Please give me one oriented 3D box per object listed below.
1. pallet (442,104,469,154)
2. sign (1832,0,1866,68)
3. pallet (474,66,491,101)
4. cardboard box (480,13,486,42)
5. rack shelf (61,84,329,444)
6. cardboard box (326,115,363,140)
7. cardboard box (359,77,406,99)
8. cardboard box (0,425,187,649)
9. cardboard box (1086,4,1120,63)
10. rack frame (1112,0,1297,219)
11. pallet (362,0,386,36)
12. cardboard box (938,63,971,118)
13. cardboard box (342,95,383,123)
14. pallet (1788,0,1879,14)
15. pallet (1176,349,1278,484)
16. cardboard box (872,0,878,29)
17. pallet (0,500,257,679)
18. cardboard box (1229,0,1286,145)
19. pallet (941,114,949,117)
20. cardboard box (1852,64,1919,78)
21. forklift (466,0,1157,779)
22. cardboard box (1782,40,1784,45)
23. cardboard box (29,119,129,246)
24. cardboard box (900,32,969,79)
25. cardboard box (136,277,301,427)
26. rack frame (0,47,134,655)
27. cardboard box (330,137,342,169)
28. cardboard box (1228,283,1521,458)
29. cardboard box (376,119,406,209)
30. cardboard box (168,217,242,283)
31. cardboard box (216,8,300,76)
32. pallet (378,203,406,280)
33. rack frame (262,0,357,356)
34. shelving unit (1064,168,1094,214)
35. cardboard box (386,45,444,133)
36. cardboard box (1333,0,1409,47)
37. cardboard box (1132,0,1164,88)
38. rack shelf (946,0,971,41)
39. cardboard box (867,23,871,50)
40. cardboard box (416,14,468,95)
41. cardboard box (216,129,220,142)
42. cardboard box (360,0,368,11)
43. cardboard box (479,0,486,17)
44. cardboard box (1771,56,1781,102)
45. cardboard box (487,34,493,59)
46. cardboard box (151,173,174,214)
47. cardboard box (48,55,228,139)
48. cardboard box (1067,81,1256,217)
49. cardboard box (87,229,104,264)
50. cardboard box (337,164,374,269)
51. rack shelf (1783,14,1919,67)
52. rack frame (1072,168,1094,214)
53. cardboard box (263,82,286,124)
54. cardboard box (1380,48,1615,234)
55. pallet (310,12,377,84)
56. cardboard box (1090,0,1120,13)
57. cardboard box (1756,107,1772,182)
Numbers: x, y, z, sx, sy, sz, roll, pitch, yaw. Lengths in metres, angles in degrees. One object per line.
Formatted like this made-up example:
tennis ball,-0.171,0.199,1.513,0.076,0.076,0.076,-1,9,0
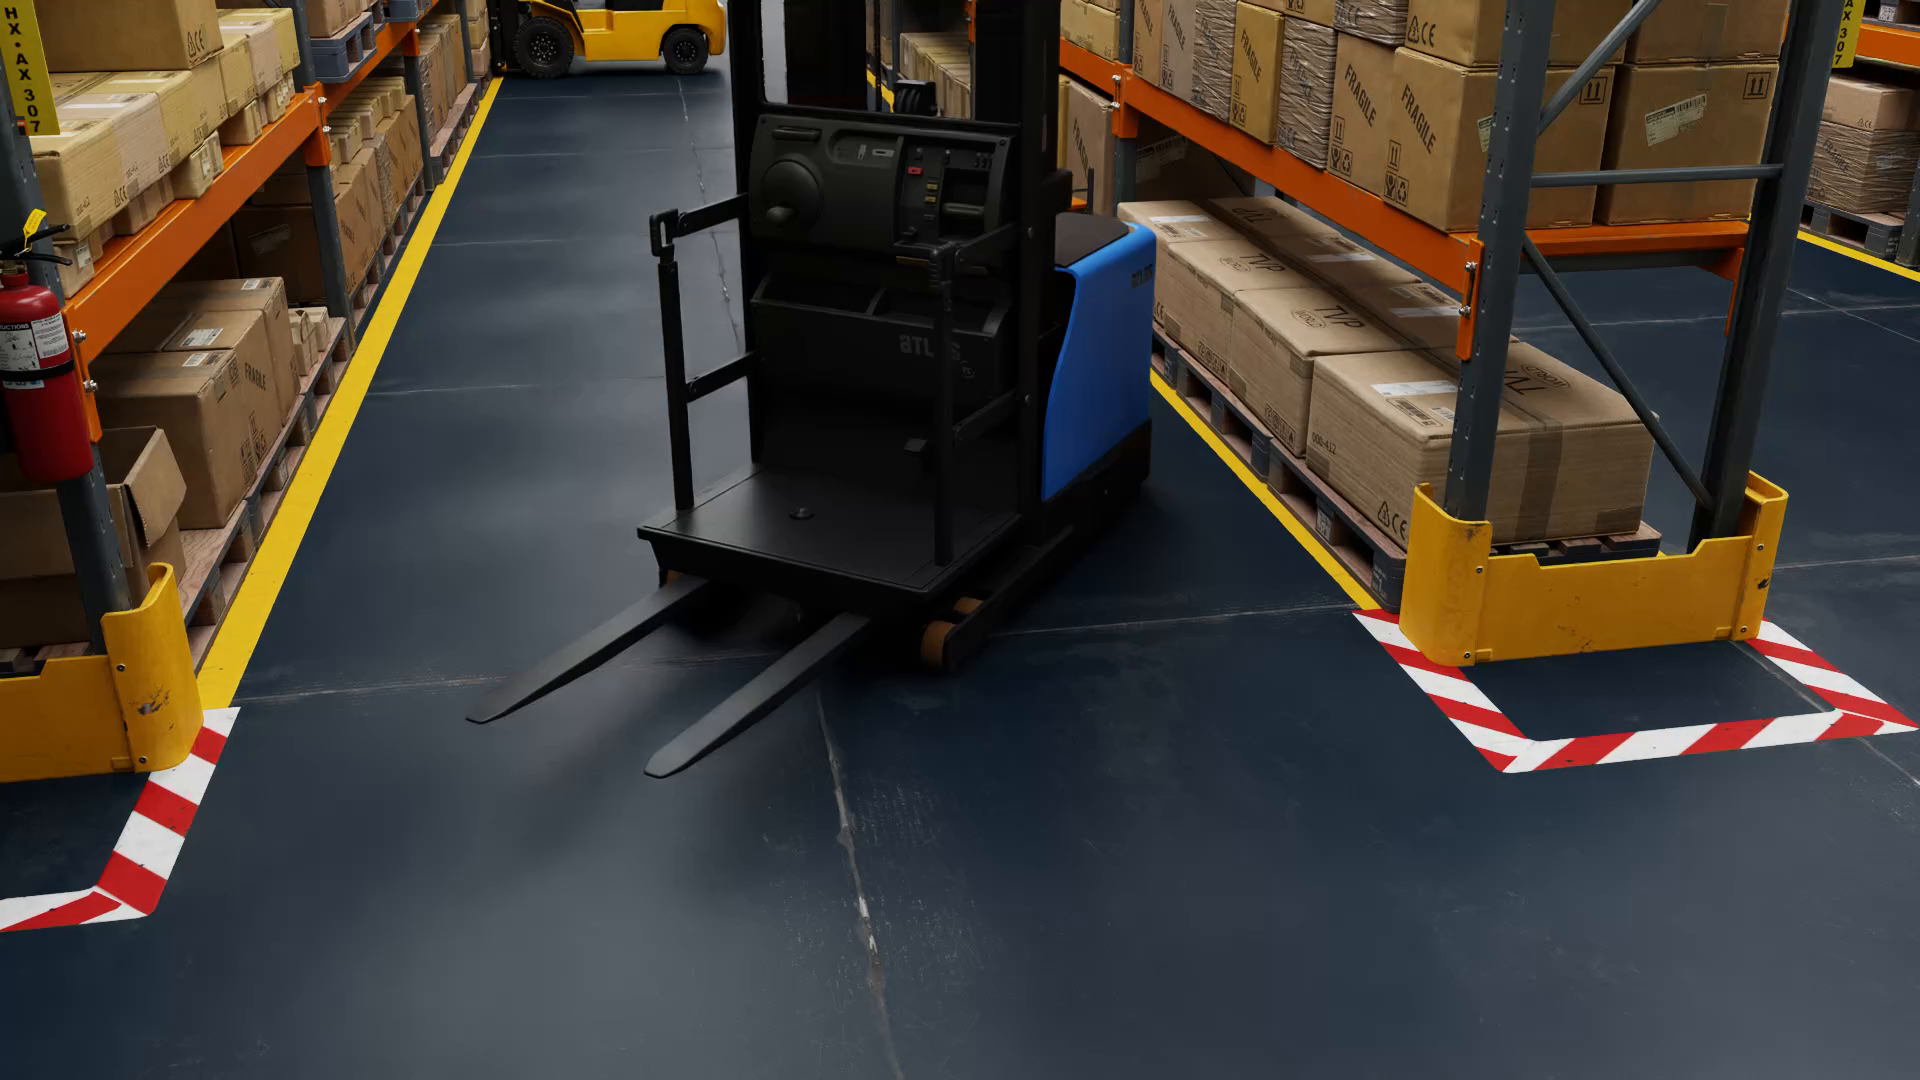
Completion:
pallet,-4.631,-3.389,13.746,1.003,0.211,1.213,-4,24,-10
sign,2.608,-1.555,4.882,0.100,0.325,0.005,-4,24,-10
pallet,-5.141,-4.473,16.227,1.003,0.211,1.213,-4,24,-10
cardboard box,-4.916,-5.007,16.253,0.500,0.250,0.500,-4,24,-10
rack shelf,-3.186,-1.172,6.084,1.077,0.370,4.000,-4,24,-10
cardboard box,-3.742,-2.406,9.799,0.380,0.149,0.250,-4,24,-10
cardboard box,-3.955,-3.030,11.228,0.380,0.149,0.250,-5,24,-12
cardboard box,-2.836,-0.011,5.121,0.797,0.503,0.637,-5,24,-12
cardboard box,0.991,-2.746,8.977,0.500,0.250,0.500,-5,24,-11
rack frame,1.322,-2.657,8.585,1.000,3.000,0.127,-4,24,-10
pallet,-3.931,-3.009,9.631,1.003,0.211,1.213,-4,24,-10
cardboard box,0.343,-3.731,13.803,0.950,0.372,0.625,-5,24,-11
cardboard box,-3.865,-2.711,10.497,0.380,0.149,0.250,-4,24,-8
pallet,5.834,-3.773,11.380,1.003,0.211,1.213,-4,24,-10
pallet,1.615,-0.593,7.344,1.003,0.211,1.213,-4,24,-10
cardboard box,-0.626,-5.492,17.052,0.500,0.500,0.500,-4,24,-9
pallet,-2.978,0.220,5.483,1.003,0.211,1.213,-4,24,-10
cardboard box,1.421,-1.902,6.732,0.500,0.500,0.500,-4,24,-8
pallet,0.439,-3.260,13.450,1.003,0.211,1.213,-4,24,-10
cardboard box,6.190,-2.973,10.971,0.500,0.250,0.500,-4,24,-8
forklift,-0.367,-1.125,5.163,1.130,2.935,3.031,12,26,25
cardboard box,5.916,-3.579,12.359,0.500,0.250,0.500,-4,24,-9
cardboard box,-2.635,-0.981,4.563,0.500,0.250,0.500,-4,24,-9
cardboard box,-0.058,-4.586,15.760,0.950,0.372,0.625,-4,24,-9
cardboard box,-3.148,-0.757,6.833,0.700,0.500,0.500,-5,24,-12
rack frame,-2.816,-0.715,4.138,1.000,3.000,0.127,-4,24,-10
cardboard box,-3.610,-2.103,9.106,0.380,0.149,0.250,-5,24,-11
cardboard box,1.664,-0.713,6.812,0.875,0.438,0.875,-4,24,-8
cardboard box,-3.824,-2.355,10.492,0.500,0.500,0.500,-3,24,-7
cardboard box,-3.937,-1.506,8.549,0.500,0.500,0.500,-4,24,-10
cardboard box,-3.222,-2.173,7.294,0.500,0.250,0.500,-4,24,-8
pallet,-3.972,-1.808,10.126,1.003,0.211,1.213,-4,24,-10
rack frame,-3.556,-2.288,7.741,1.000,3.000,0.127,-4,24,-10
shelving unit,0.318,-1.006,7.054,0.258,1.200,0.503,-11,26,-24
cardboard box,-4.526,-3.468,12.886,0.875,0.625,0.625,-4,24,-8
cardboard box,1.613,-1.963,5.622,0.500,0.500,0.500,-4,24,-10
cardboard box,1.151,-2.499,8.098,0.500,0.500,0.500,-4,24,-8
rack shelf,0.212,-4.687,14.133,1.077,0.370,4.000,-4,24,-10
cardboard box,-0.729,-5.358,17.680,0.500,0.250,0.500,-4,24,-9
cardboard box,-4.927,-4.334,14.869,0.875,0.625,0.625,-3,24,-7
cardboard box,-3.073,-1.551,6.369,0.380,0.149,0.250,-4,24,-9
cardboard box,-3.435,-2.994,9.000,0.396,0.266,0.258,-3,24,-7
cardboard box,-4.901,-5.241,16.163,0.500,0.250,0.500,-4,24,-10
cardboard box,5.588,-3.138,11.348,0.500,0.250,0.500,-5,24,-12
cardboard box,-5.018,-4.981,16.819,0.500,0.250,0.500,-4,24,-9
cardboard box,-2.824,-1.155,5.460,0.380,0.149,0.250,-4,24,-9
cardboard box,-2.941,-1.578,5.930,0.500,0.250,0.500,-5,24,-11
cardboard box,1.129,-2.114,9.471,0.875,0.875,0.875,-4,24,-8
cardboard box,-2.700,-0.846,4.753,0.380,0.149,0.250,-4,24,-8
cardboard box,-3.532,-1.751,9.109,0.500,0.500,0.500,-5,24,-10
rack shelf,5.798,-3.520,11.460,1.077,0.370,4.000,-4,24,-10
rack frame,0.427,-0.919,6.854,0.240,1.200,0.015,-11,26,-24
cardboard box,-3.107,-1.865,7.086,0.380,0.149,0.250,-4,24,-8
cardboard box,1.712,-1.299,5.353,0.500,0.500,0.500,-4,24,-9
pallet,-3.596,-2.522,8.517,1.003,0.211,1.213,-4,24,-10
cardboard box,1.001,-2.973,8.871,0.500,0.250,0.500,-4,24,-10
cardboard box,5.689,-2.584,11.017,0.500,0.500,0.500,-5,24,-11
